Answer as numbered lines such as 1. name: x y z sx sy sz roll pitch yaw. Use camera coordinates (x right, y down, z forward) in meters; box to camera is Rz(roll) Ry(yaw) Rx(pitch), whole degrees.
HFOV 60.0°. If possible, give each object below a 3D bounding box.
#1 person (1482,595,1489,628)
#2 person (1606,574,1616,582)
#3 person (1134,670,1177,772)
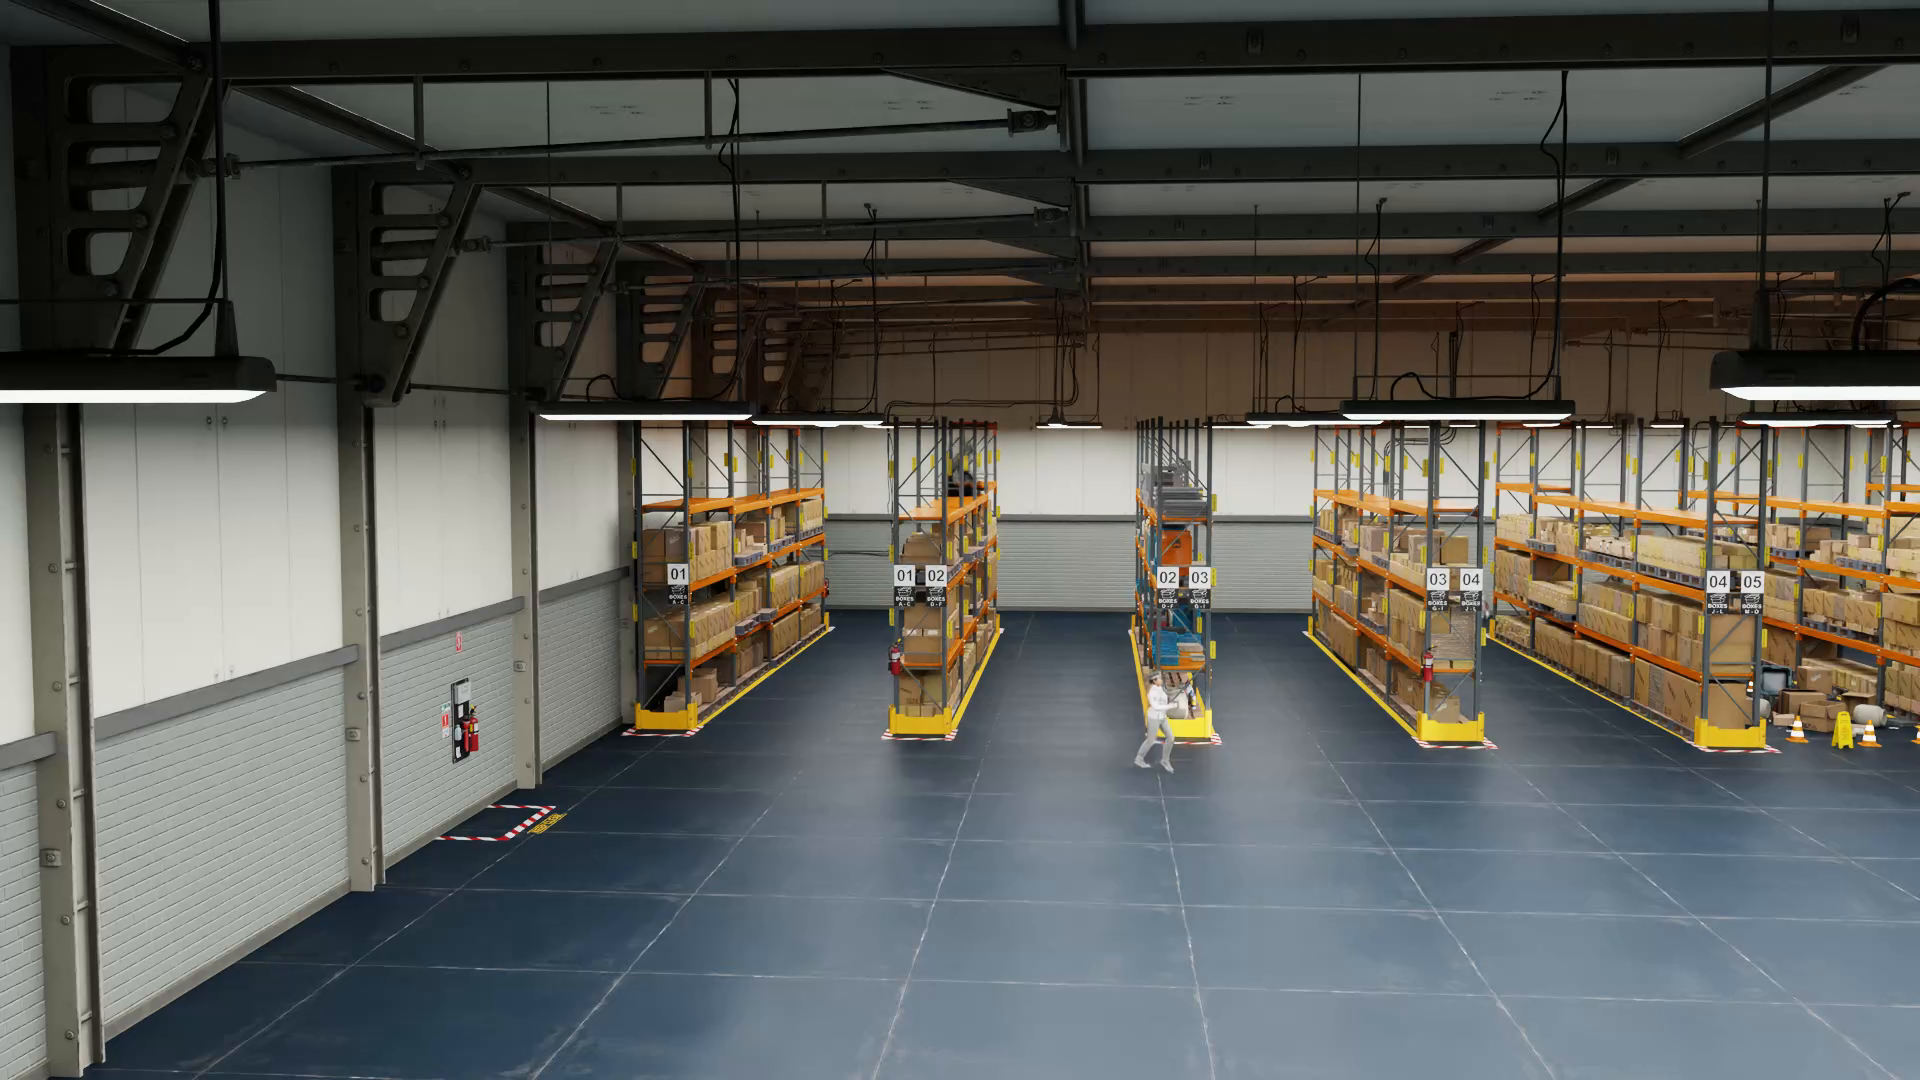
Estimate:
1. person: 13.232 2.039 42.696 0.707 1.801 0.879 0 4 6
2. person: 18.590 1.800 47.384 0.874 1.696 0.572 1 4 14
3. person: 3.305 3.046 27.982 0.743 1.744 0.577 2 4 29
